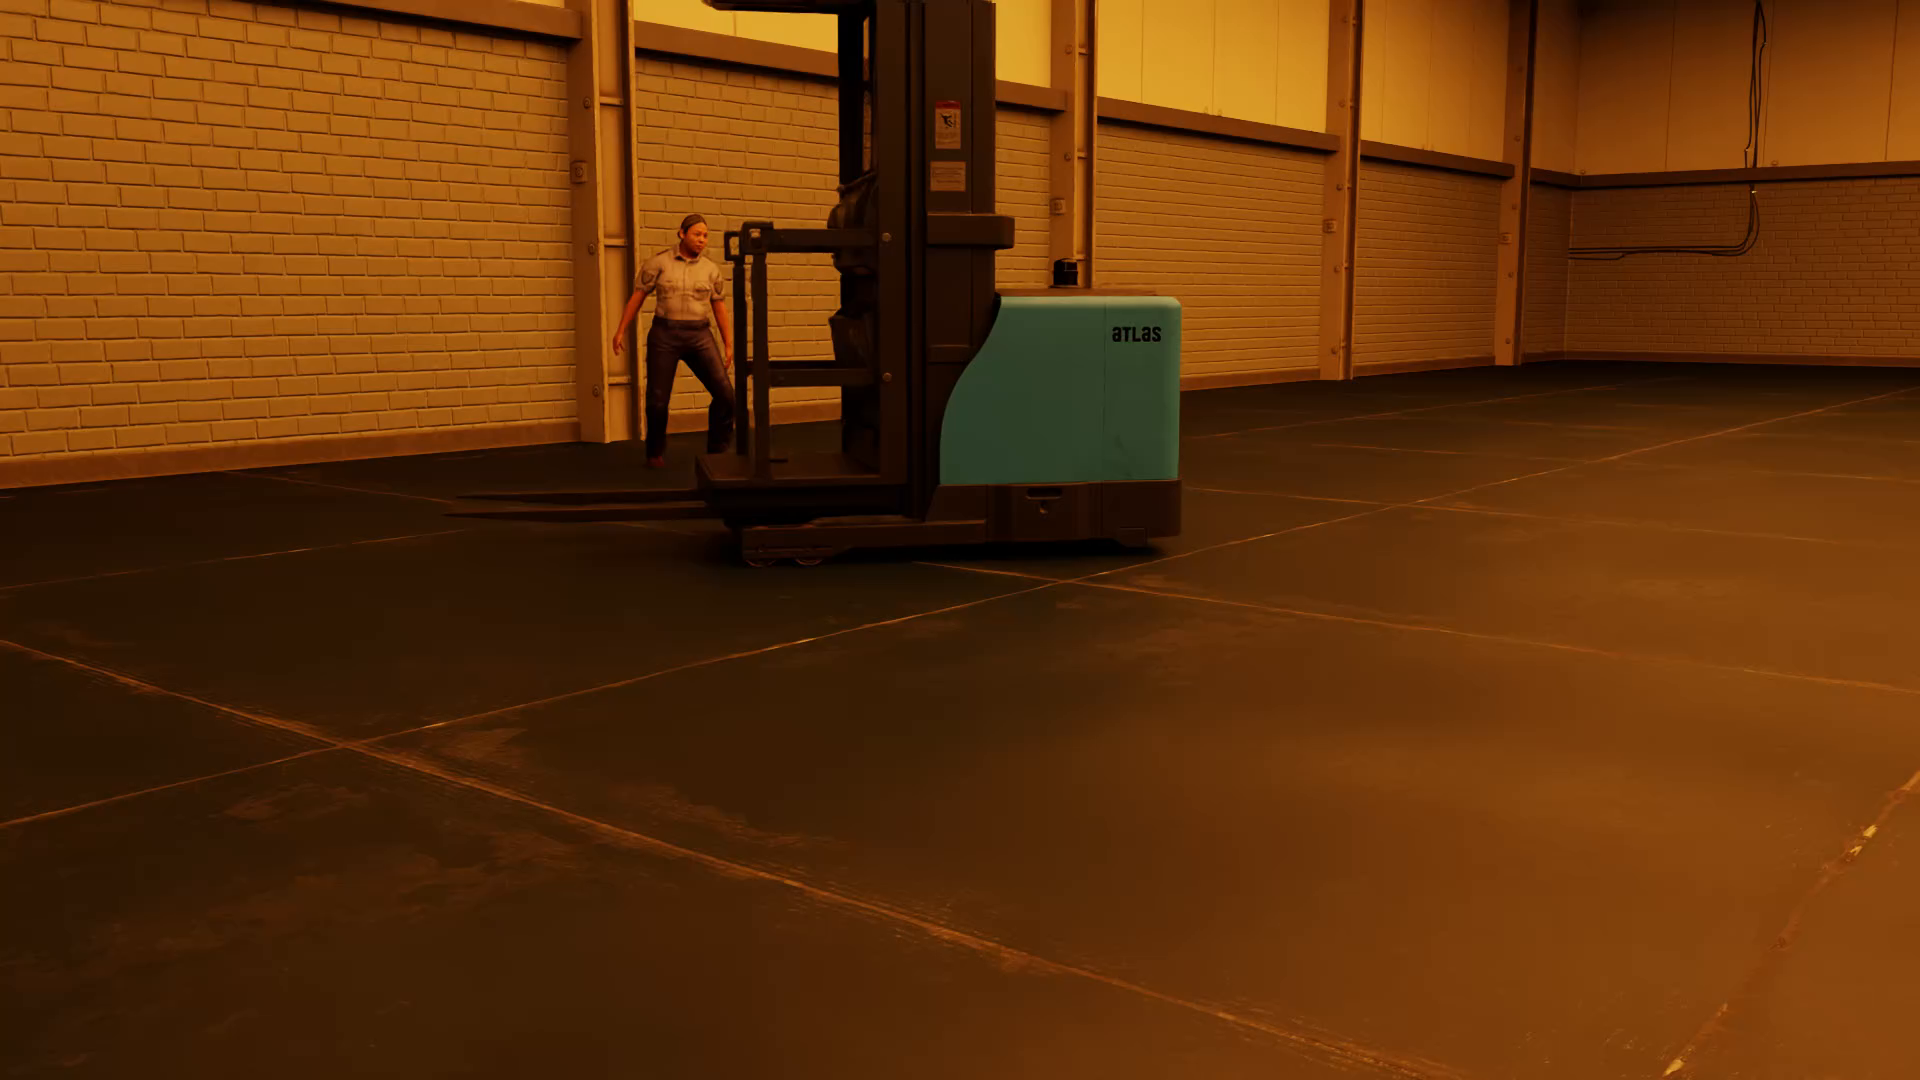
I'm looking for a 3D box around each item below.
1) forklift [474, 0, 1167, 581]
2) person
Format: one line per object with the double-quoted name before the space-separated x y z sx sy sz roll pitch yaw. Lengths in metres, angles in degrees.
"forklift" -0.465 -1.379 6.705 3.031 2.935 1.130 -8 12 -44
"person" -1.794 -1.281 10.584 0.797 1.624 0.370 -3 9 -20
